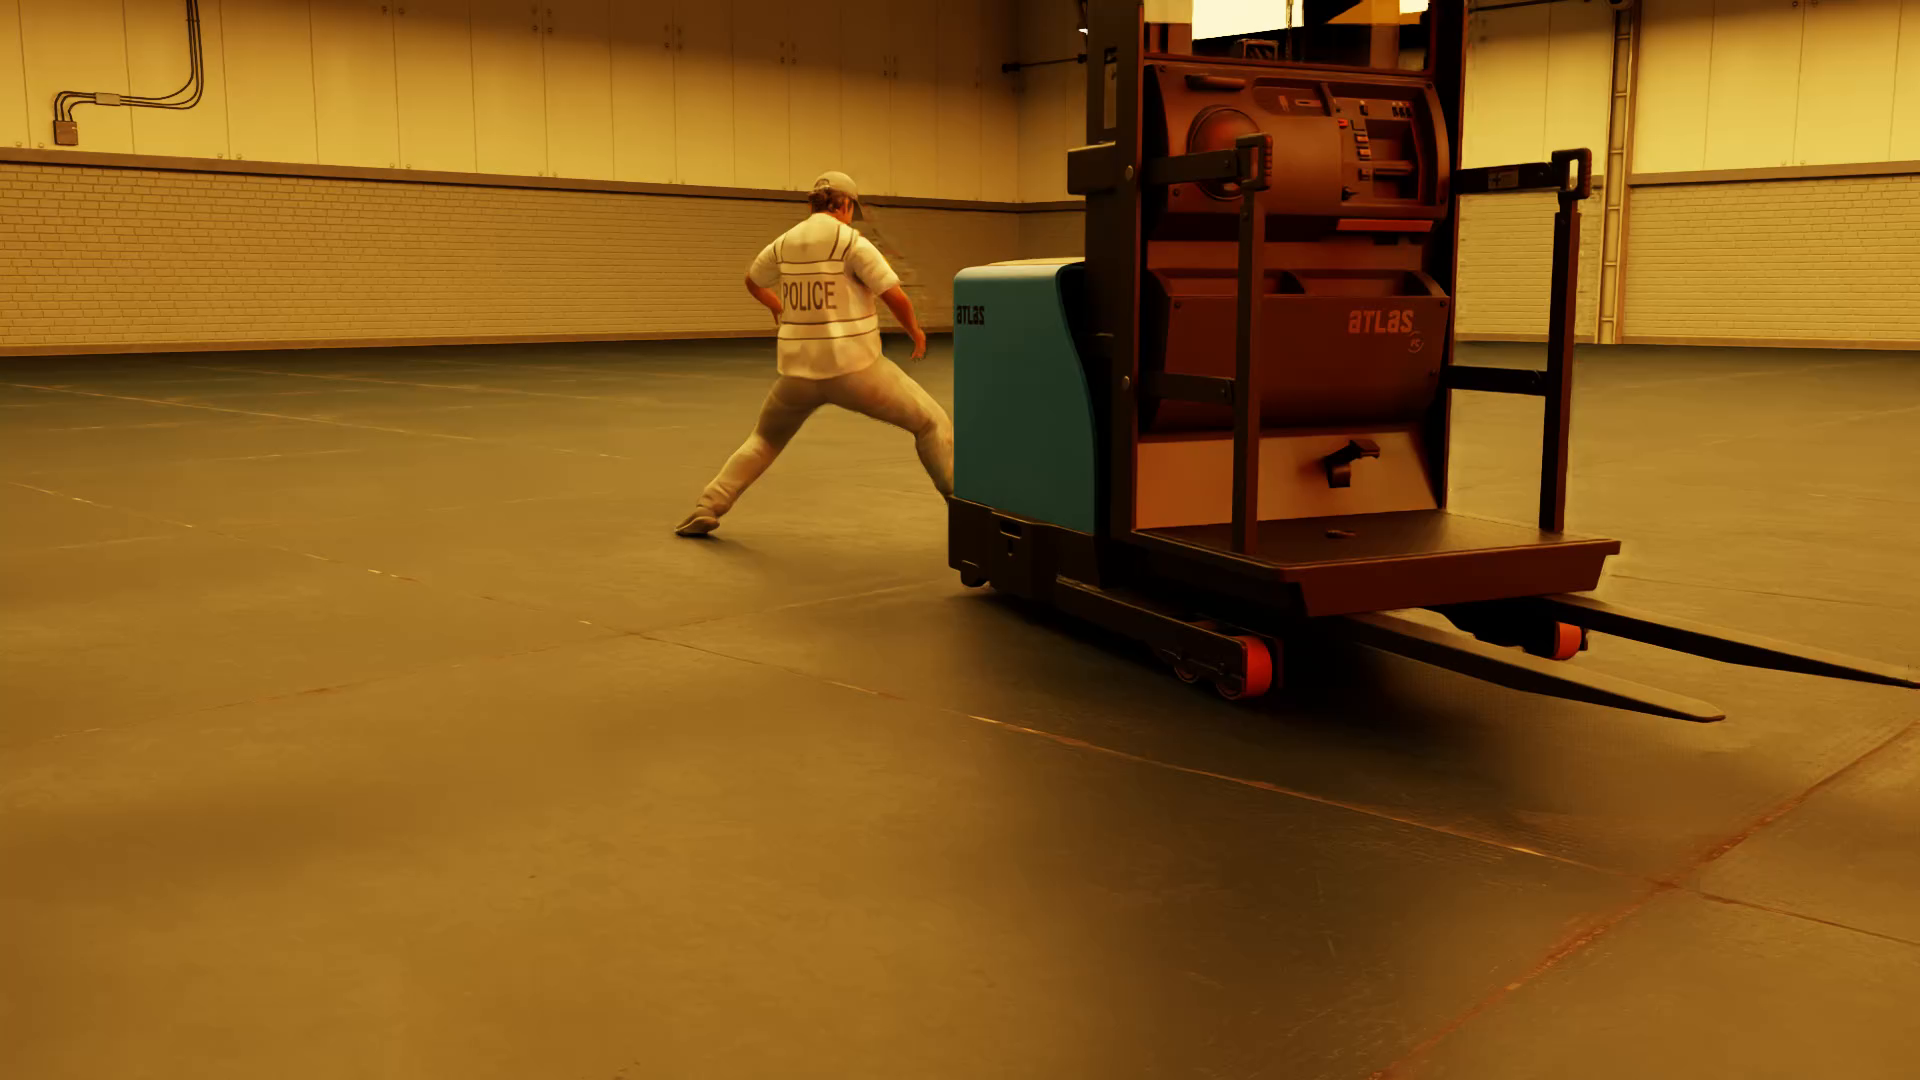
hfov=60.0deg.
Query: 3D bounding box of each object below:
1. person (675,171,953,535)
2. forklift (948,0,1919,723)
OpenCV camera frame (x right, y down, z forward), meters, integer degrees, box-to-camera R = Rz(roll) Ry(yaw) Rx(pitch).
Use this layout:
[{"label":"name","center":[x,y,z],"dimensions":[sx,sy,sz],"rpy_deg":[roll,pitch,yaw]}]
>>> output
[{"label":"person","center":[-0.520,-0.755,6.876],"dimensions":[1.134,1.497,0.946],"rpy_deg":[5,10,28]},{"label":"forklift","center":[1.033,-1.126,4.353],"dimensions":[1.130,2.935,3.031],"rpy_deg":[-4,9,-24]}]
